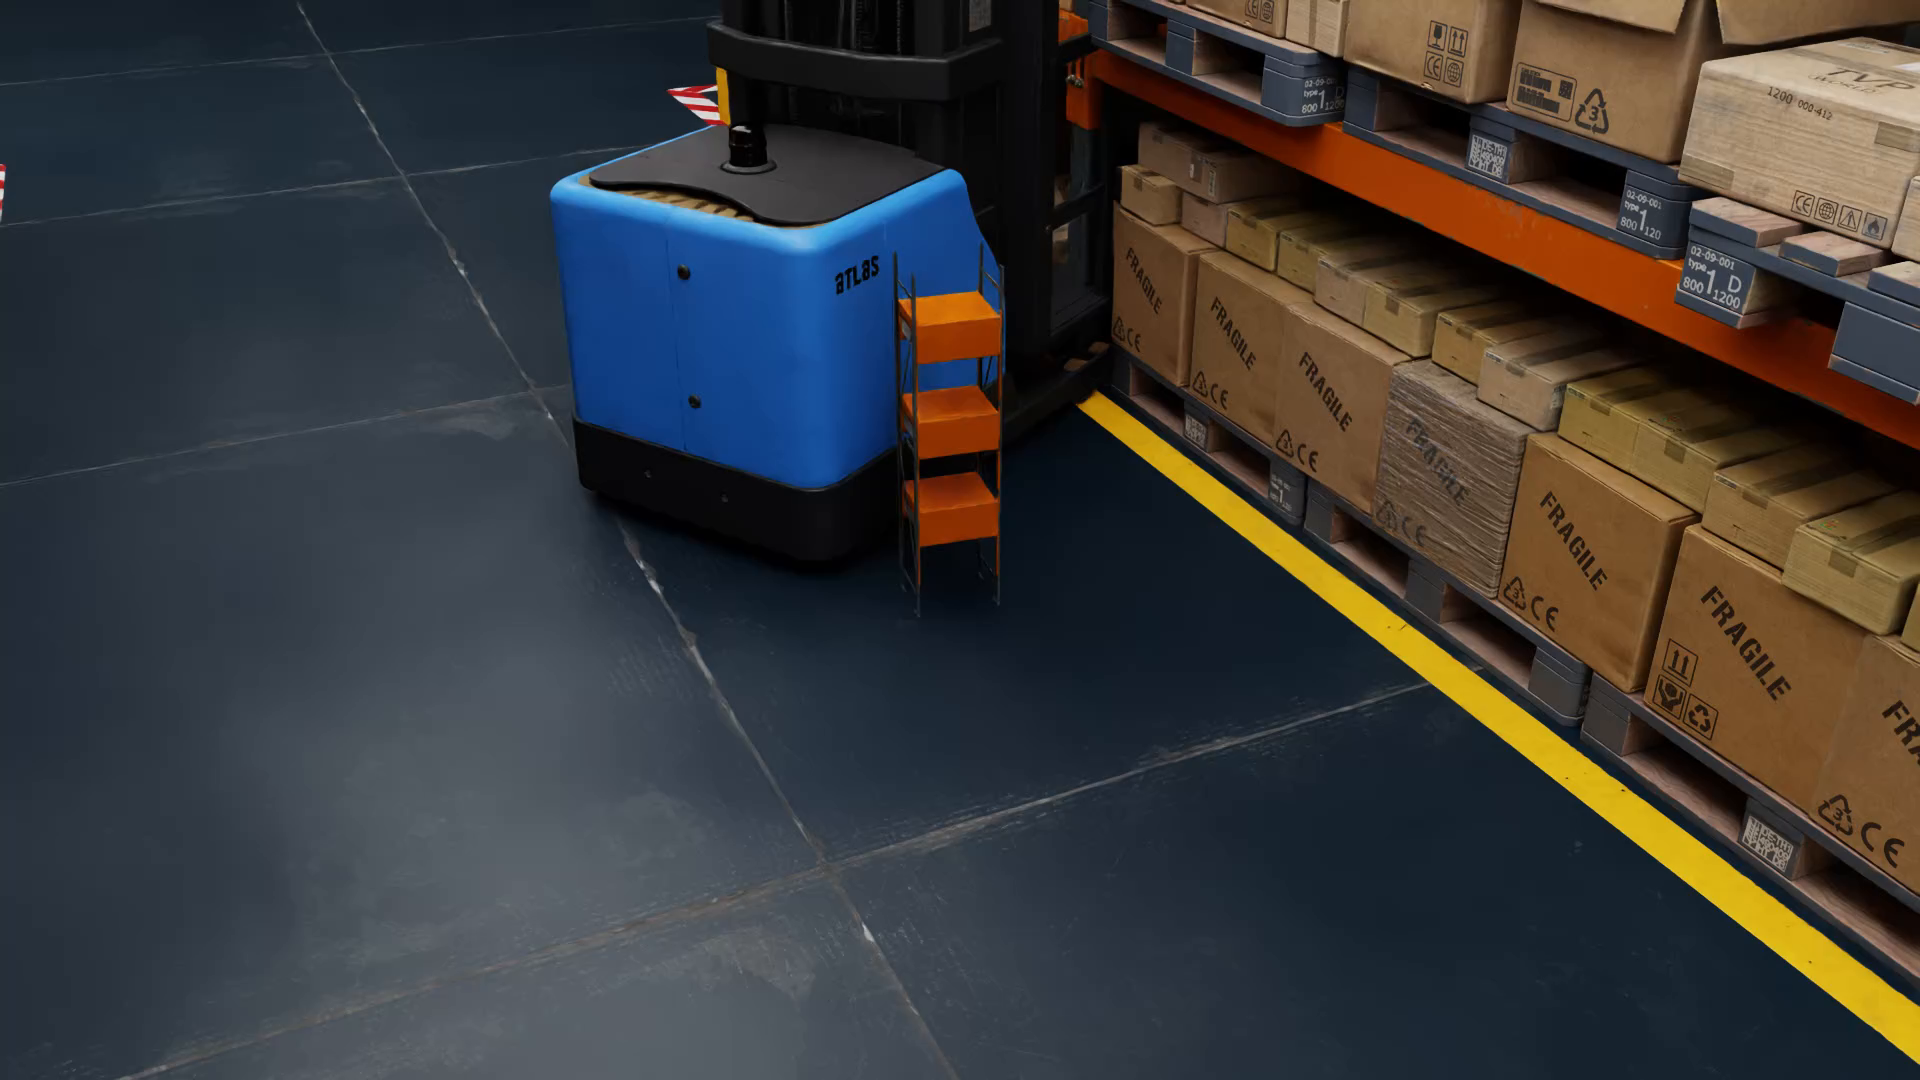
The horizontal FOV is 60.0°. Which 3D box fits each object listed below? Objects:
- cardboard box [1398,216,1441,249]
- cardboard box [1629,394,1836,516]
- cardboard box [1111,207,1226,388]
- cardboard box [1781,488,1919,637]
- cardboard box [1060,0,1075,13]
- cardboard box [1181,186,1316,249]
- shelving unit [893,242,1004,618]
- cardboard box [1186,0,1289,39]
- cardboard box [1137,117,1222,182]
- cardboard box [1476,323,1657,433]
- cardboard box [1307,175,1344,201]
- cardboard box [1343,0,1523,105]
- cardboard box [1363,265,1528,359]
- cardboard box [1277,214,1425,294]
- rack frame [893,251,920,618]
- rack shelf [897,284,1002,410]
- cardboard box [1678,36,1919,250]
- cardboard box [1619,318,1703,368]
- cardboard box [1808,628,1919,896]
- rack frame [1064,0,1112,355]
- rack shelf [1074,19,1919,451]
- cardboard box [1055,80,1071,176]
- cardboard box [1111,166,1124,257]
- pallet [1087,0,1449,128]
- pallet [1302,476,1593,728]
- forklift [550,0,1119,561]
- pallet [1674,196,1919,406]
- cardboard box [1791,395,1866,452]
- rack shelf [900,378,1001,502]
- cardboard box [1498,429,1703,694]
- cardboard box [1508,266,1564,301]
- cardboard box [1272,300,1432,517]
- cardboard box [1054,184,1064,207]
[{"bbox_3d":[1.660,-1.015,5.456,0.380,0.149,0.250,-15,32,-24],"label":"cardboard box"},{"bbox_3d":[1.864,-0.209,4.019,0.380,0.149,0.250,-12,31,-21],"label":"cardboard box"},{"bbox_3d":[0.882,-0.901,5.917,0.500,0.500,0.500,-12,31,-20],"label":"cardboard box"},{"bbox_3d":[2.009,0.043,3.570,0.380,0.149,0.250,-15,33,-25],"label":"cardboard box"},{"bbox_3d":[0.513,-2.048,6.092,0.380,0.149,0.250,-13,32,-21],"label":"cardboard box"},{"bbox_3d":[0.980,-1.125,5.652,0.380,0.149,0.250,-14,32,-23],"label":"cardboard box"},{"bbox_3d":[-0.032,-0.294,4.700,0.252,1.050,0.215,-8,30,-15],"label":"shelving unit"},{"bbox_3d":[1.106,-1.807,4.874,0.700,0.500,0.500,-13,32,-21],"label":"cardboard box"},{"bbox_3d":[0.846,-1.373,5.791,0.380,0.149,0.250,-14,32,-23],"label":"cardboard box"},{"bbox_3d":[1.610,-0.435,4.422,0.380,0.149,0.250,-15,32,-24],"label":"cardboard box"},{"bbox_3d":[1.414,-1.228,5.836,0.380,0.149,0.250,-13,32,-22],"label":"cardboard box"},{"bbox_3d":[1.443,-1.460,4.255,0.700,0.500,0.500,-13,32,-22],"label":"cardboard box"},{"bbox_3d":[1.409,-0.667,4.836,0.380,0.149,0.250,-12,31,-20],"label":"cardboard box"},{"bbox_3d":[1.231,-0.896,5.243,0.380,0.149,0.250,-14,32,-23],"label":"cardboard box"},{"bbox_3d":[-0.149,-0.276,4.669,0.008,1.050,0.200,-8,30,-15],"label":"rack frame"},{"bbox_3d":[-0.032,-0.532,4.567,0.240,0.259,0.215,-8,30,-15],"label":"rack shelf"},{"bbox_3d":[1.850,-0.818,3.366,0.500,0.250,0.500,-15,32,-24],"label":"cardboard box"},{"bbox_3d":[2.049,-0.534,4.599,0.380,0.149,0.250,-13,32,-22],"label":"cardboard box"},{"bbox_3d":[2.219,0.463,3.484,0.500,0.500,0.500,-12,31,-21],"label":"cardboard box"},{"bbox_3d":[0.878,-2.069,5.873,1.000,3.000,0.127,-13,32,-22],"label":"rack frame"},{"bbox_3d":[1.736,-0.872,4.474,1.077,0.370,4.000,-13,32,-22],"label":"rack shelf"},{"bbox_3d":[0.115,-1.795,7.510,0.700,0.500,0.500,-14,32,-24],"label":"cardboard box"},{"bbox_3d":[0.808,-1.421,7.037,0.500,0.311,0.500,-12,31,-20],"label":"cardboard box"},{"bbox_3d":[1.122,-1.610,5.250,1.003,0.211,1.213,-13,32,-22],"label":"pallet"},{"bbox_3d":[1.789,0.038,4.967,1.003,0.211,1.213,-13,32,-22],"label":"pallet"},{"bbox_3d":[-0.036,-1.894,5.631,1.130,2.935,3.031,17,34,28],"label":"forklift"},{"bbox_3d":[2.241,-0.503,3.277,1.213,0.211,1.003,-13,32,-22],"label":"pallet"},{"bbox_3d":[2.351,-0.330,4.234,0.380,0.149,0.250,-15,32,-24],"label":"cardboard box"},{"bbox_3d":[-0.032,-0.285,4.706,0.240,0.259,0.215,-8,30,-15],"label":"rack shelf"},{"bbox_3d":[1.787,0.009,4.293,0.500,0.500,0.500,-12,31,-20],"label":"cardboard box"},{"bbox_3d":[1.890,-0.780,5.038,0.380,0.149,0.250,-13,32,-21],"label":"cardboard box"},{"bbox_3d":[1.330,-0.447,5.106,0.500,0.500,0.500,-14,32,-23],"label":"cardboard box"},{"bbox_3d":[0.220,-1.402,7.050,0.396,0.266,0.258,-12,31,-20],"label":"cardboard box"}]
